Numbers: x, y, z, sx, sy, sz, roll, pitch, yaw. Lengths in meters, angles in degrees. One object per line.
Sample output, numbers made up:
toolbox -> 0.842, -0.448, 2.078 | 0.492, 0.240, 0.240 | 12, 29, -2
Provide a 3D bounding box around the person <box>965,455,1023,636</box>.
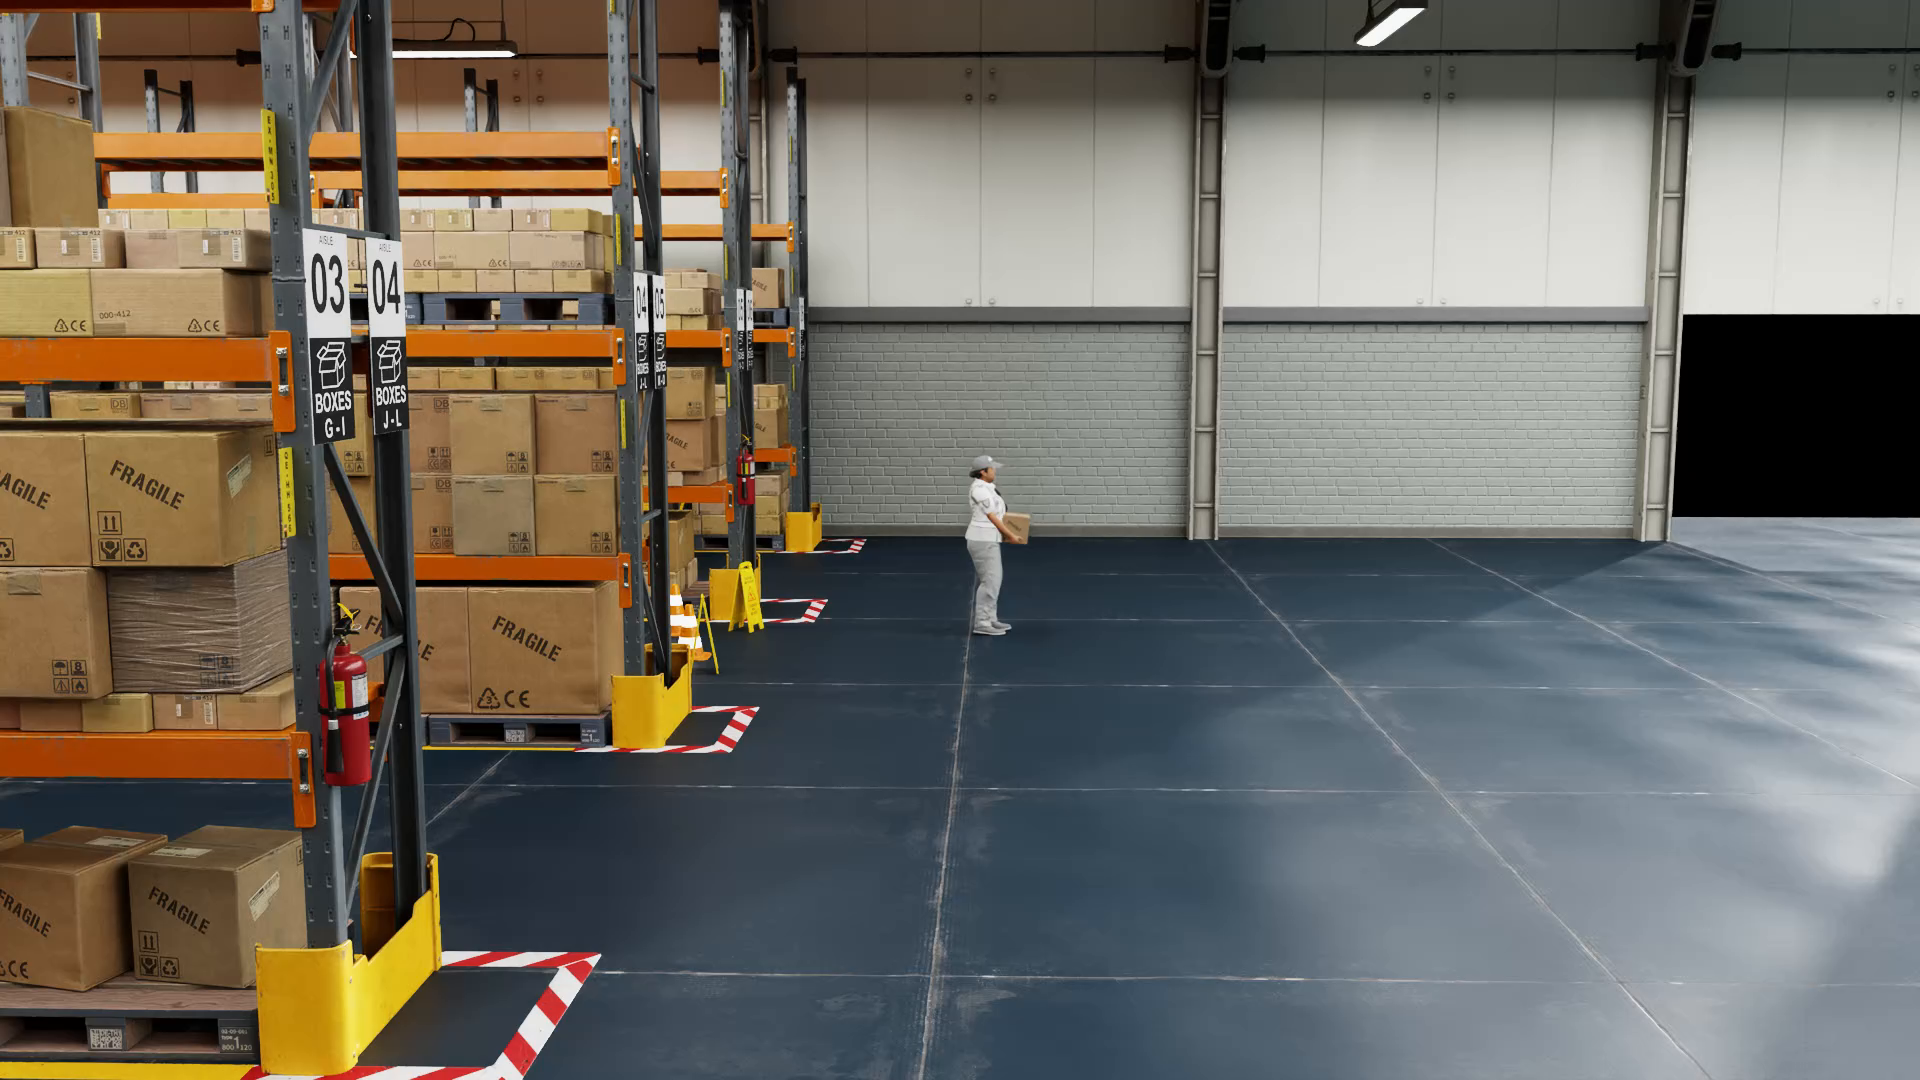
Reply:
person -> 0.320, 0.041, 15.488 | 0.544, 1.662, 0.452 | 0, 7, 2
